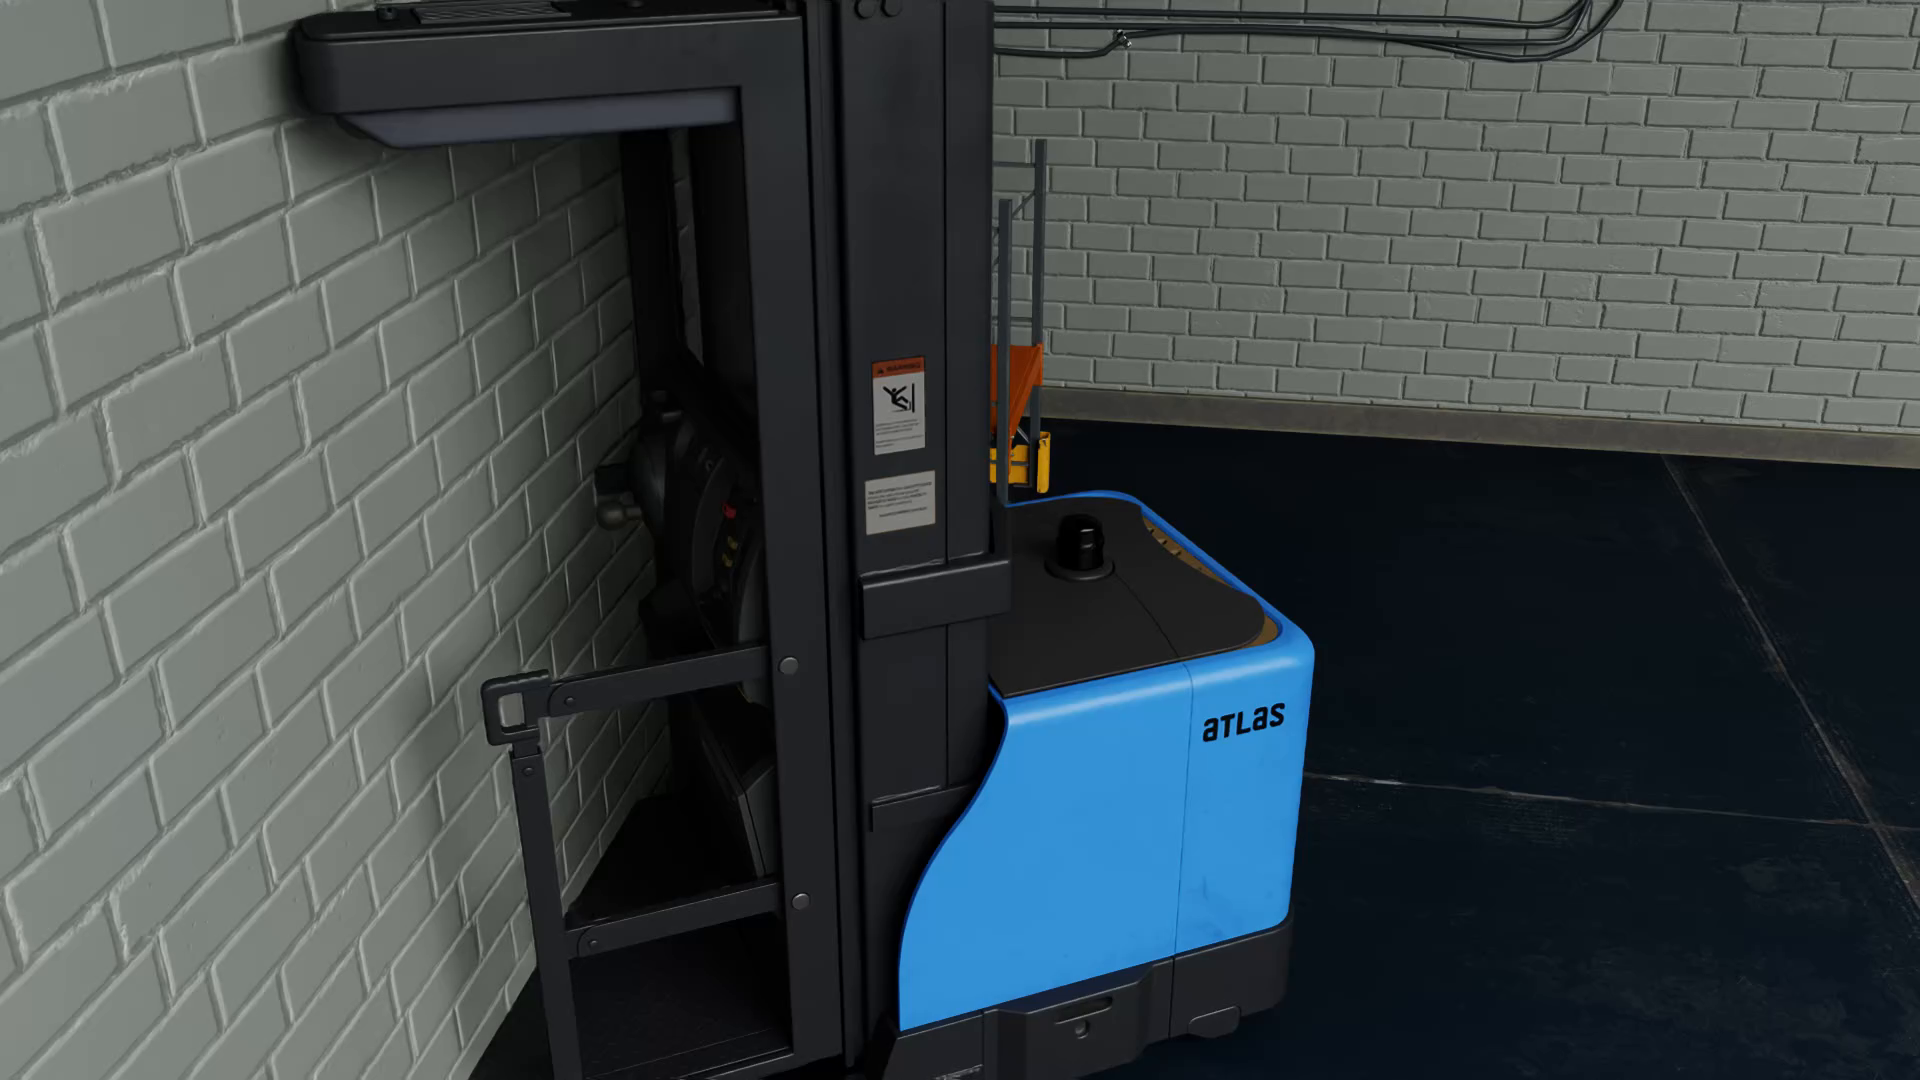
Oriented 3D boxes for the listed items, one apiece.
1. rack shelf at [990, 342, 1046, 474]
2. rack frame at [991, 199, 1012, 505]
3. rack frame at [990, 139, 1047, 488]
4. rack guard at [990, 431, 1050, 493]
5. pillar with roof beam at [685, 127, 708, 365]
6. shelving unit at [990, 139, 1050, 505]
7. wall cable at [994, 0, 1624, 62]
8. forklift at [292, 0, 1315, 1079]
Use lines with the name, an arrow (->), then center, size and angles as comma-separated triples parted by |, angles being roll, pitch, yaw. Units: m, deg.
rack shelf -> 0.014, -0.552, 6.585 | 0.538, 0.185, 1.000 | 4, 25, 9
rack frame -> -0.069, -0.502, 6.054 | 0.500, 1.500, 0.032 | 4, 25, 9
rack frame -> 0.097, -0.928, 6.962 | 0.500, 1.500, 0.032 | 4, 25, 9
rack guard -> 0.094, -0.353, 7.210 | 0.587, 0.250, 0.087 | 4, 25, 9
pillar with roof beam -> 3.691, -3.158, 2.881 | 9.100, 9.000, 0.400 | 4, 25, 9
shelving unit -> 0.012, -0.711, 6.500 | 0.587, 1.500, 1.083 | 4, 25, 9
wall cable -> 1.230, -3.190, 6.613 | 3.097, 2.526, 0.112 | 4, 25, 9
forklift -> -0.746, -0.084, 3.471 | 3.031, 2.935, 1.130 | -10, 27, -20
